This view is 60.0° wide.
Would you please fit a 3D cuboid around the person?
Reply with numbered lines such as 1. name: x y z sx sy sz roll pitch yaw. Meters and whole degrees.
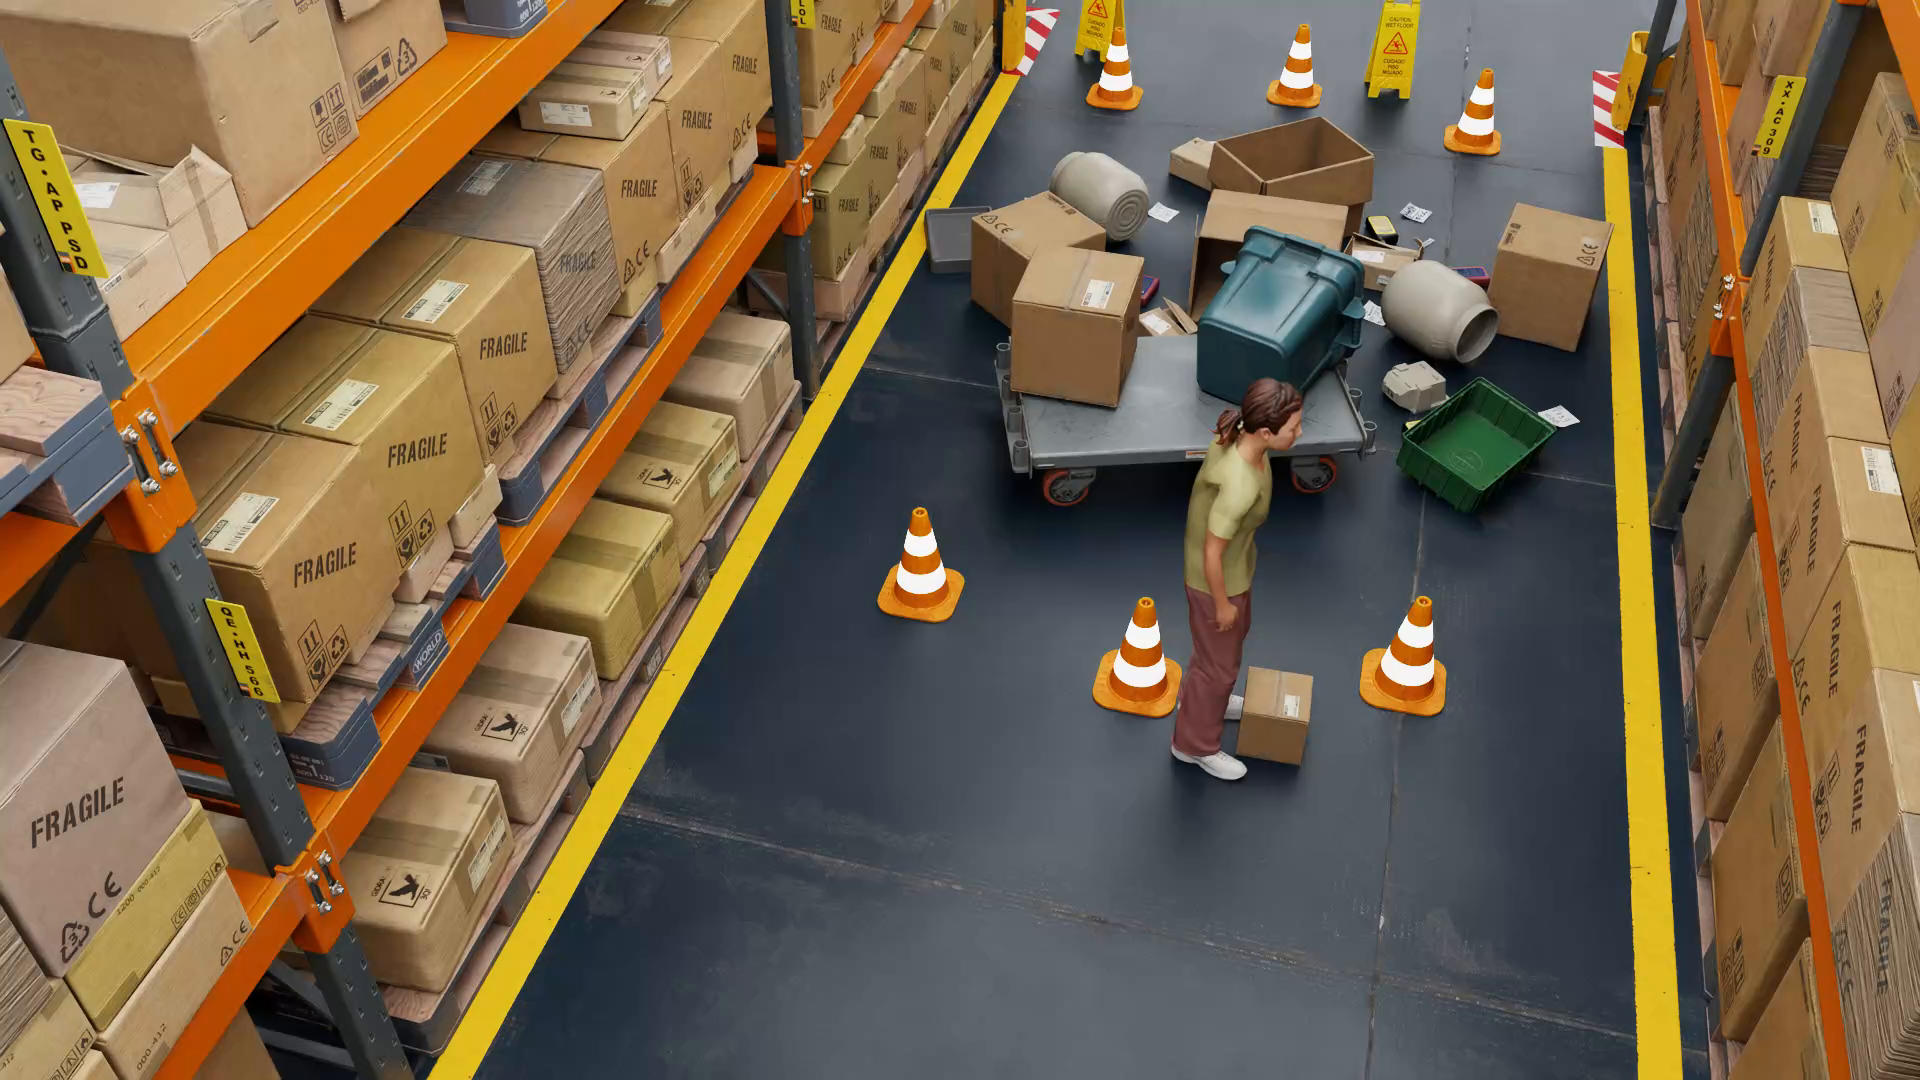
1. person: 0.979 0.117 6.025 0.354 1.672 0.506 9 42 11
